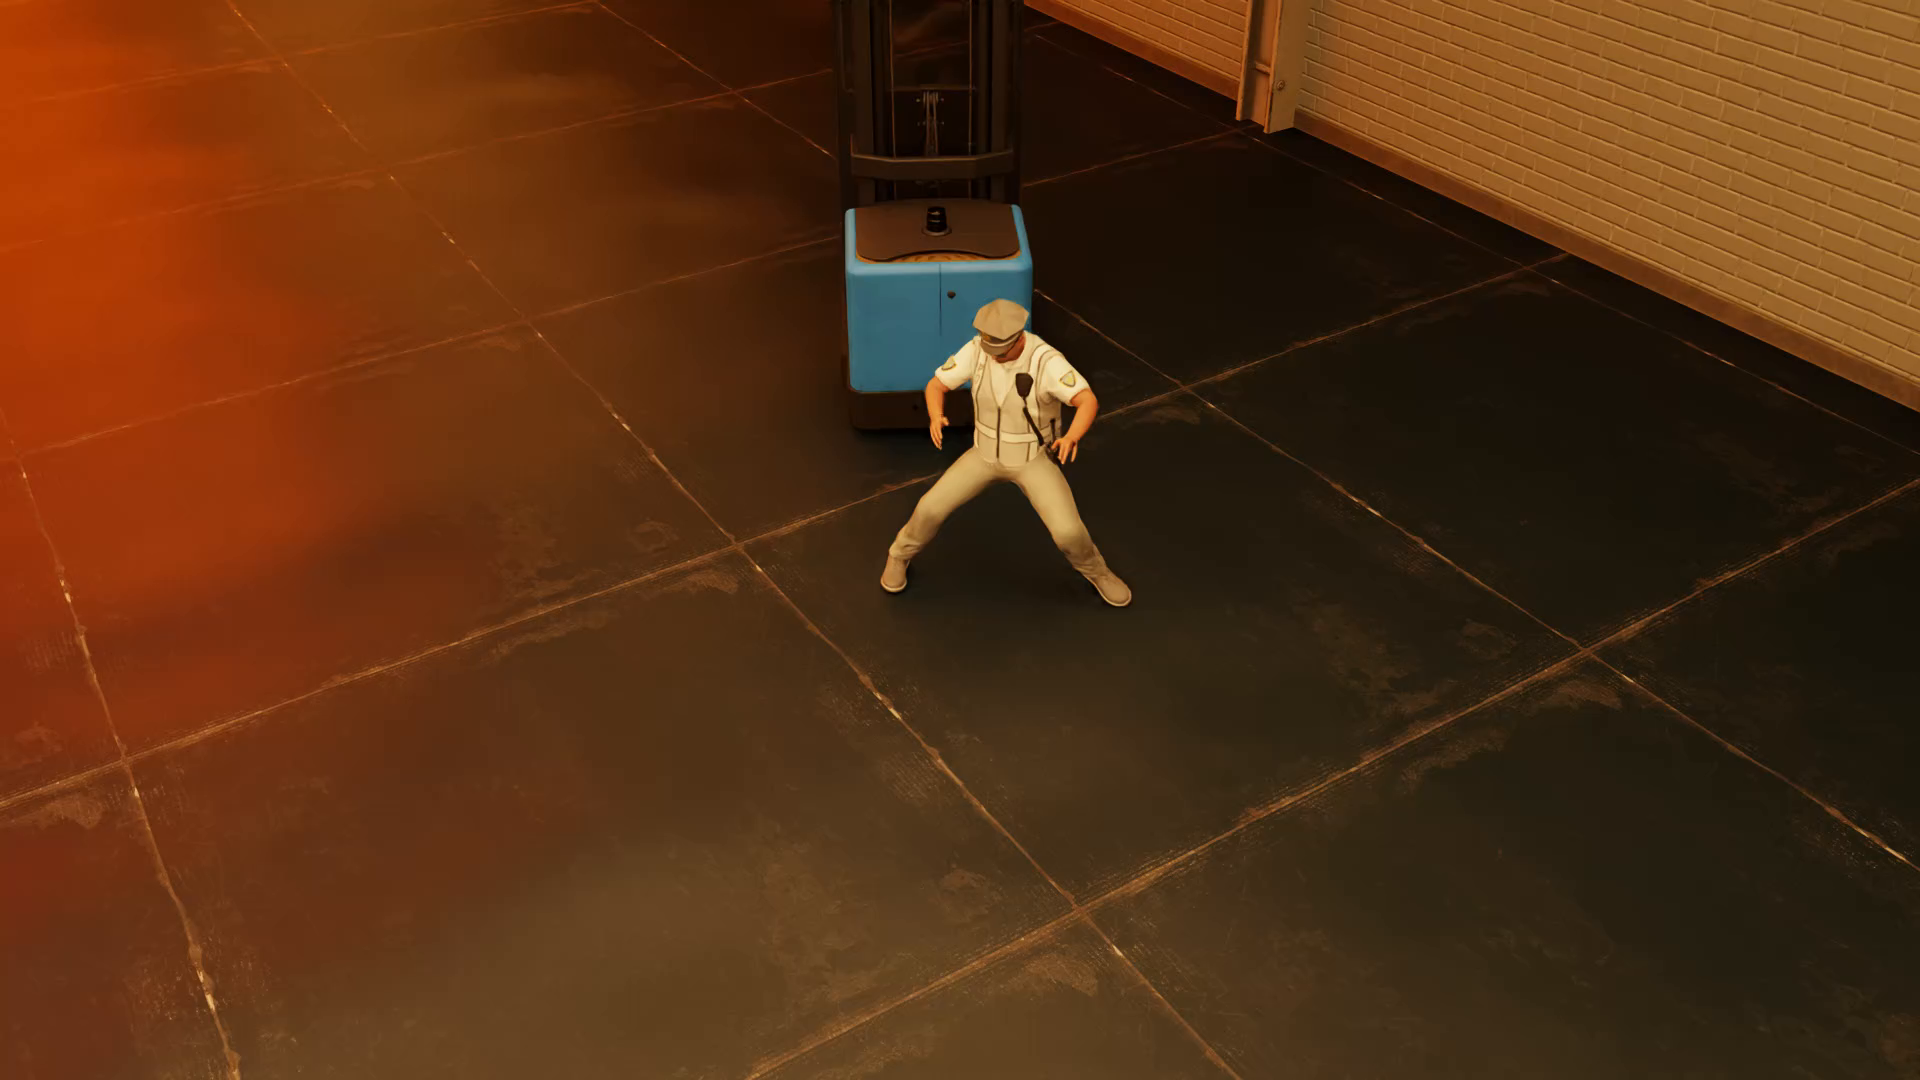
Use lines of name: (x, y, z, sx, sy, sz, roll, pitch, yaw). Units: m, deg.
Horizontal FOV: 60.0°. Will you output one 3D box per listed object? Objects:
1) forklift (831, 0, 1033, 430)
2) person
forklift: (-0.197, -2.652, 9.921, 1.130, 2.935, 3.031, -2, 35, -3)
person: (0.233, -0.394, 7.927, 1.238, 1.528, 0.706, 18, 39, 24)
